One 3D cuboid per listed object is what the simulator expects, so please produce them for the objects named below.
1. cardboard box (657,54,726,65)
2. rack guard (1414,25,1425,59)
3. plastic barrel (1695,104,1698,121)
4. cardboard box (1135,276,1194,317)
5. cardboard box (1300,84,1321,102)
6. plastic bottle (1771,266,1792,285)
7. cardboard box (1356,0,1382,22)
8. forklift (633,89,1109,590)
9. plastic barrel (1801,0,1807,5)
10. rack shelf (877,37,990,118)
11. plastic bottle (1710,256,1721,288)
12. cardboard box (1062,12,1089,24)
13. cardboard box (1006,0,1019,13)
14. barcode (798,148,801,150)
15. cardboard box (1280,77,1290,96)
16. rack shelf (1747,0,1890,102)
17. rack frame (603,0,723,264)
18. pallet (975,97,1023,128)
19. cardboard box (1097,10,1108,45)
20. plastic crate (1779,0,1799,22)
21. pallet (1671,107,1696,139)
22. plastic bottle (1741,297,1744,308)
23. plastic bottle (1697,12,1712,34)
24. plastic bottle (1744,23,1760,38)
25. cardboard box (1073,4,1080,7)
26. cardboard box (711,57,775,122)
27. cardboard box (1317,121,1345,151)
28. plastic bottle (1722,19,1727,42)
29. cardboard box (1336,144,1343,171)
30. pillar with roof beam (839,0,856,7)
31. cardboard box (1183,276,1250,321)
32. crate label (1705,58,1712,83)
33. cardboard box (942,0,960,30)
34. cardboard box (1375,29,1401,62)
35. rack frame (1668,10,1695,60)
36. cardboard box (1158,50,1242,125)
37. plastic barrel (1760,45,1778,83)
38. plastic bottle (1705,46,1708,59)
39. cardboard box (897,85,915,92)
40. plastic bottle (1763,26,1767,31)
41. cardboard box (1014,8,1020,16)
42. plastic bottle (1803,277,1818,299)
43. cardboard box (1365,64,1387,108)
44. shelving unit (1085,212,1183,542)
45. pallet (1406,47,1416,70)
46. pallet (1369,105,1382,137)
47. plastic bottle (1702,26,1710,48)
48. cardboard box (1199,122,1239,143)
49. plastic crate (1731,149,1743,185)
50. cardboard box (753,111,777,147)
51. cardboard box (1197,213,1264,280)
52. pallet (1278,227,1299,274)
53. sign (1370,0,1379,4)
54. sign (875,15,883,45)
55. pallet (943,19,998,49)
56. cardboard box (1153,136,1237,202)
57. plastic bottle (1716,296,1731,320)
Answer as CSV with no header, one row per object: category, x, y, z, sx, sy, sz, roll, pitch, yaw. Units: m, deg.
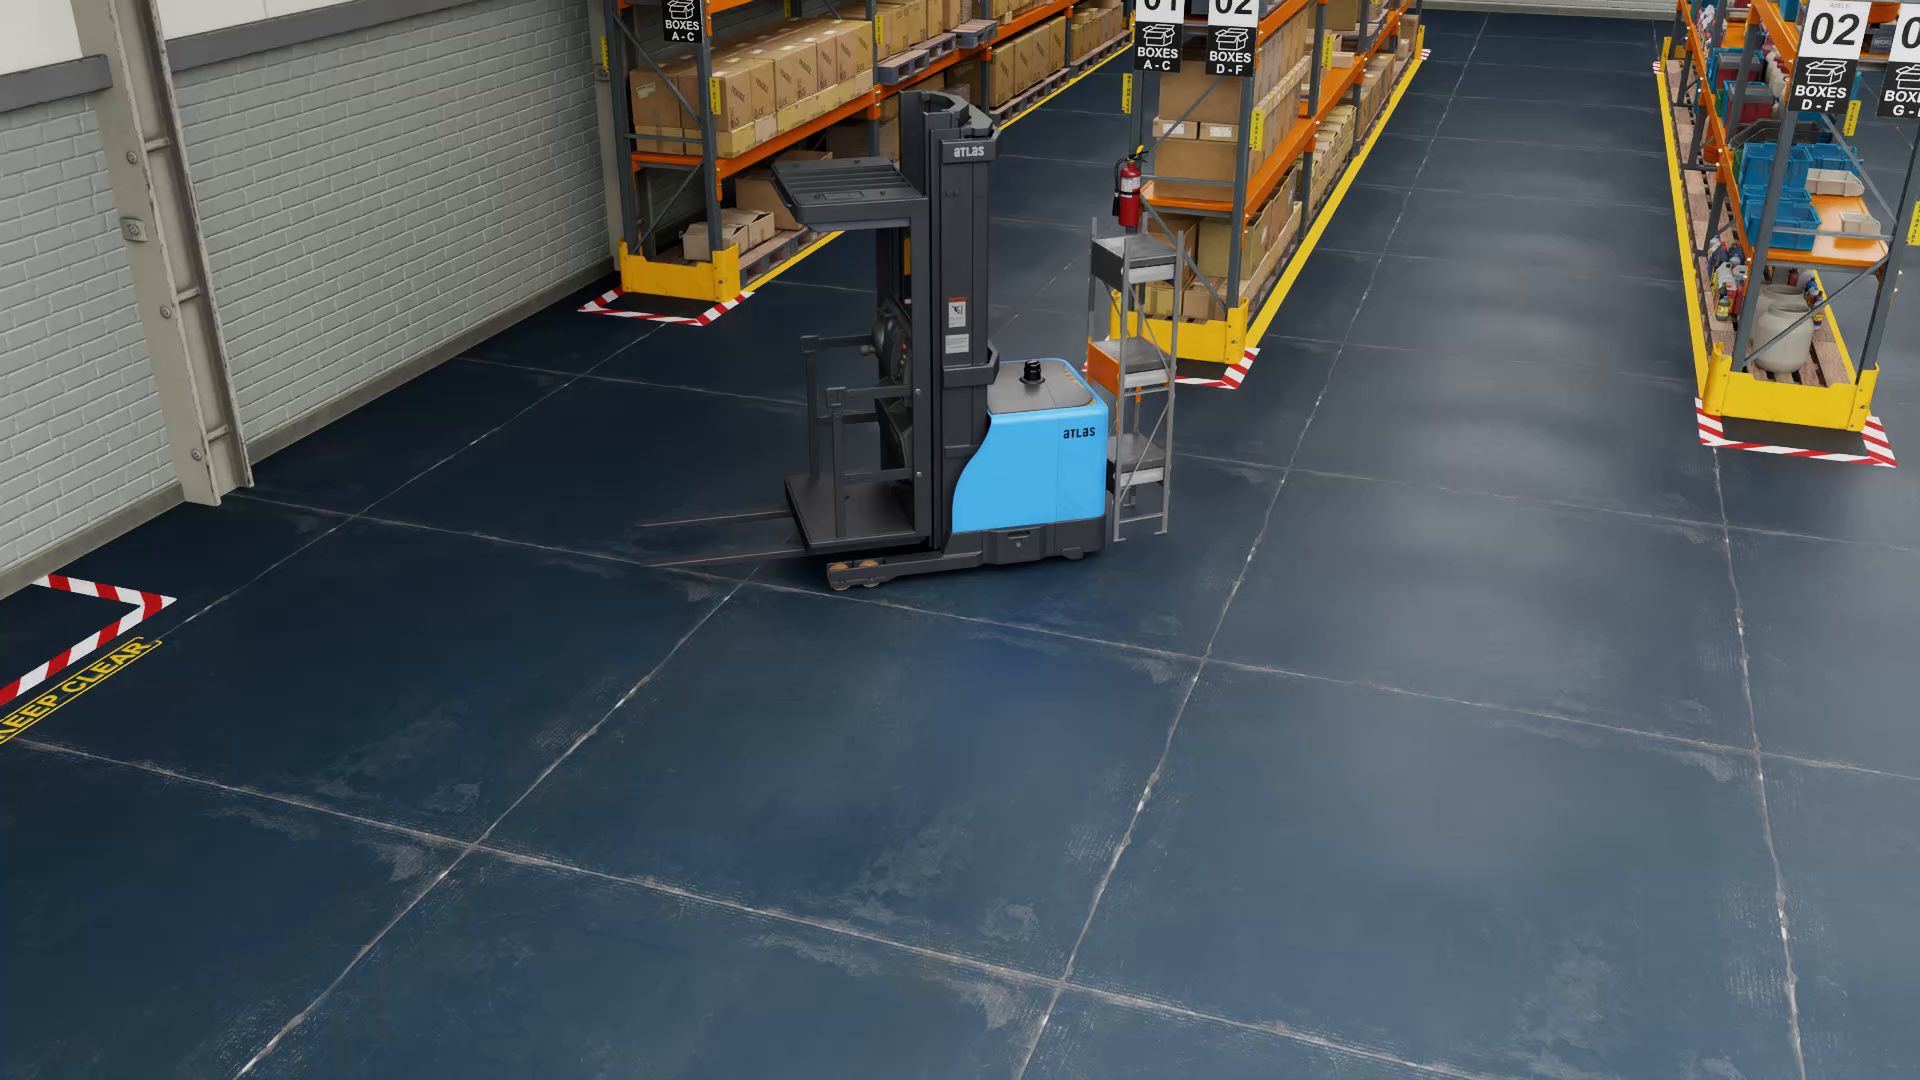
cardboard box,-2.619,-4.454,16.296,0.500,0.500,0.500,9,27,18
rack guard,7.219,-8.447,28.123,1.175,0.500,0.348,9,27,17
plastic barrel,10.150,-5.972,22.069,0.600,0.901,0.708,9,27,17
cardboard box,1.820,-2.243,15.114,0.500,0.250,0.500,9,27,17
cardboard box,3.739,-4.894,18.203,0.380,0.149,0.250,9,27,17
plastic bottle,7.767,-2.550,15.696,0.152,0.276,0.135,9,27,17
cardboard box,5.170,-7.173,22.027,0.700,0.500,0.500,14,29,27
forklift,-0.611,-1.253,10.475,3.031,2.935,1.130,-6,27,-13
plastic barrel,6.849,-4.419,12.795,0.600,0.588,0.600,0,26,0
rack shelf,-0.756,-5.887,20.792,1.077,0.370,4.000,9,27,17
plastic bottle,7.104,-2.517,15.618,0.061,0.283,0.133,10,28,20
cardboard box,1.872,-8.439,26.880,0.380,0.149,0.250,10,27,19
cardboard box,0.496,-7.597,23.020,0.500,0.500,0.500,10,27,19
barcode,-1.828,-4.419,18.931,0.001,0.075,0.075,9,27,17
cardboard box,2.939,-4.345,15.922,0.380,0.149,0.250,10,27,19
rack shelf,7.255,-4.157,13.776,1.077,0.370,4.000,9,27,17
rack frame,-2.753,-3.745,15.543,1.000,3.000,0.127,9,27,17
pallet,0.243,-6.091,23.587,1.003,0.211,1.213,9,27,17
cardboard box,2.100,-8.670,28.101,0.700,0.500,0.500,8,27,16
plastic crate,6.940,-4.479,13.634,0.392,0.384,0.575,9,27,17
pallet,10.287,-5.674,22.726,1.003,0.211,1.213,9,27,17
plastic bottle,7.067,-2.212,15.082,0.097,0.201,0.097,0,26,0
plastic bottle,9.948,-6.899,22.199,0.152,0.276,0.135,9,27,17
plastic bottle,10.388,-6.737,21.780,0.144,0.351,0.185,9,27,17
cardboard box,1.781,-8.829,27.686,0.380,0.149,0.250,8,27,17
cardboard box,-2.136,-4.378,16.140,0.500,0.500,0.500,9,27,18
cardboard box,4.303,-4.847,19.849,0.500,0.311,0.500,9,27,17
plastic bottle,9.905,-6.647,21.678,0.152,0.276,0.135,9,27,17
cardboard box,4.299,-4.597,19.976,0.500,0.250,0.500,9,27,19
pillar with roof beam,2.721,-8.700,18.892,9.100,9.000,0.400,9,27,17
cardboard box,2.308,-2.168,14.959,0.500,0.250,0.500,9,27,17
crate label,8.758,-5.402,19.157,0.303,0.233,0.416,9,27,17
cardboard box,-0.398,-6.848,21.331,0.700,0.500,0.500,6,27,13
cardboard box,6.534,-7.807,26.292,0.797,0.503,0.637,9,27,17
rack frame,11.914,-8.884,26.156,1.000,3.000,0.127,9,27,17
cardboard box,2.105,-3.869,14.195,0.700,0.500,0.500,9,27,18
plastic barrel,9.111,-5.193,18.404,0.421,0.512,0.421,0,26,0
plastic bottle,9.214,-5.994,20.417,0.097,0.201,0.097,0,26,0
cardboard box,-0.879,-5.500,20.671,0.500,0.250,0.500,8,27,16
plastic bottle,10.345,-6.467,21.307,0.152,0.276,0.135,9,27,17
cardboard box,0.639,-7.563,23.694,0.380,0.149,0.250,9,27,18
plastic bottle,7.702,-2.244,15.068,0.097,0.271,0.097,0,26,0
cardboard box,5.680,-6.380,23.349,0.500,0.500,0.500,9,27,18
shelving unit,1.128,-1.063,11.033,0.431,2.100,0.503,-10,28,-19
pallet,6.955,-7.989,27.509,1.003,0.211,1.213,9,27,17
pallet,5.274,-5.862,23.115,1.003,0.211,1.213,9,27,17
plastic bottle,9.471,-6.372,21.103,0.061,0.283,0.133,9,27,17
cardboard box,2.254,-3.495,14.168,0.380,0.149,0.250,9,27,17
plastic crate,7.203,-3.340,14.949,0.450,0.188,0.662,9,27,17
cardboard box,-2.131,-4.057,16.336,0.500,0.250,0.500,8,27,16
cardboard box,2.473,-2.711,15.220,0.500,0.500,0.500,9,27,17
pallet,2.947,-3.096,17.403,1.003,0.211,1.213,9,27,17
sign,5.107,-6.758,20.437,0.100,0.325,0.005,9,27,17
sign,-0.907,-5.703,18.594,0.100,0.325,0.005,9,27,17
pallet,-0.227,-6.638,21.738,1.213,0.211,1.003,9,27,17
cardboard box,2.087,-3.263,14.433,0.700,0.500,0.500,9,27,17
plastic bottle,6.788,-2.065,14.780,0.097,0.201,0.097,0,26,0
